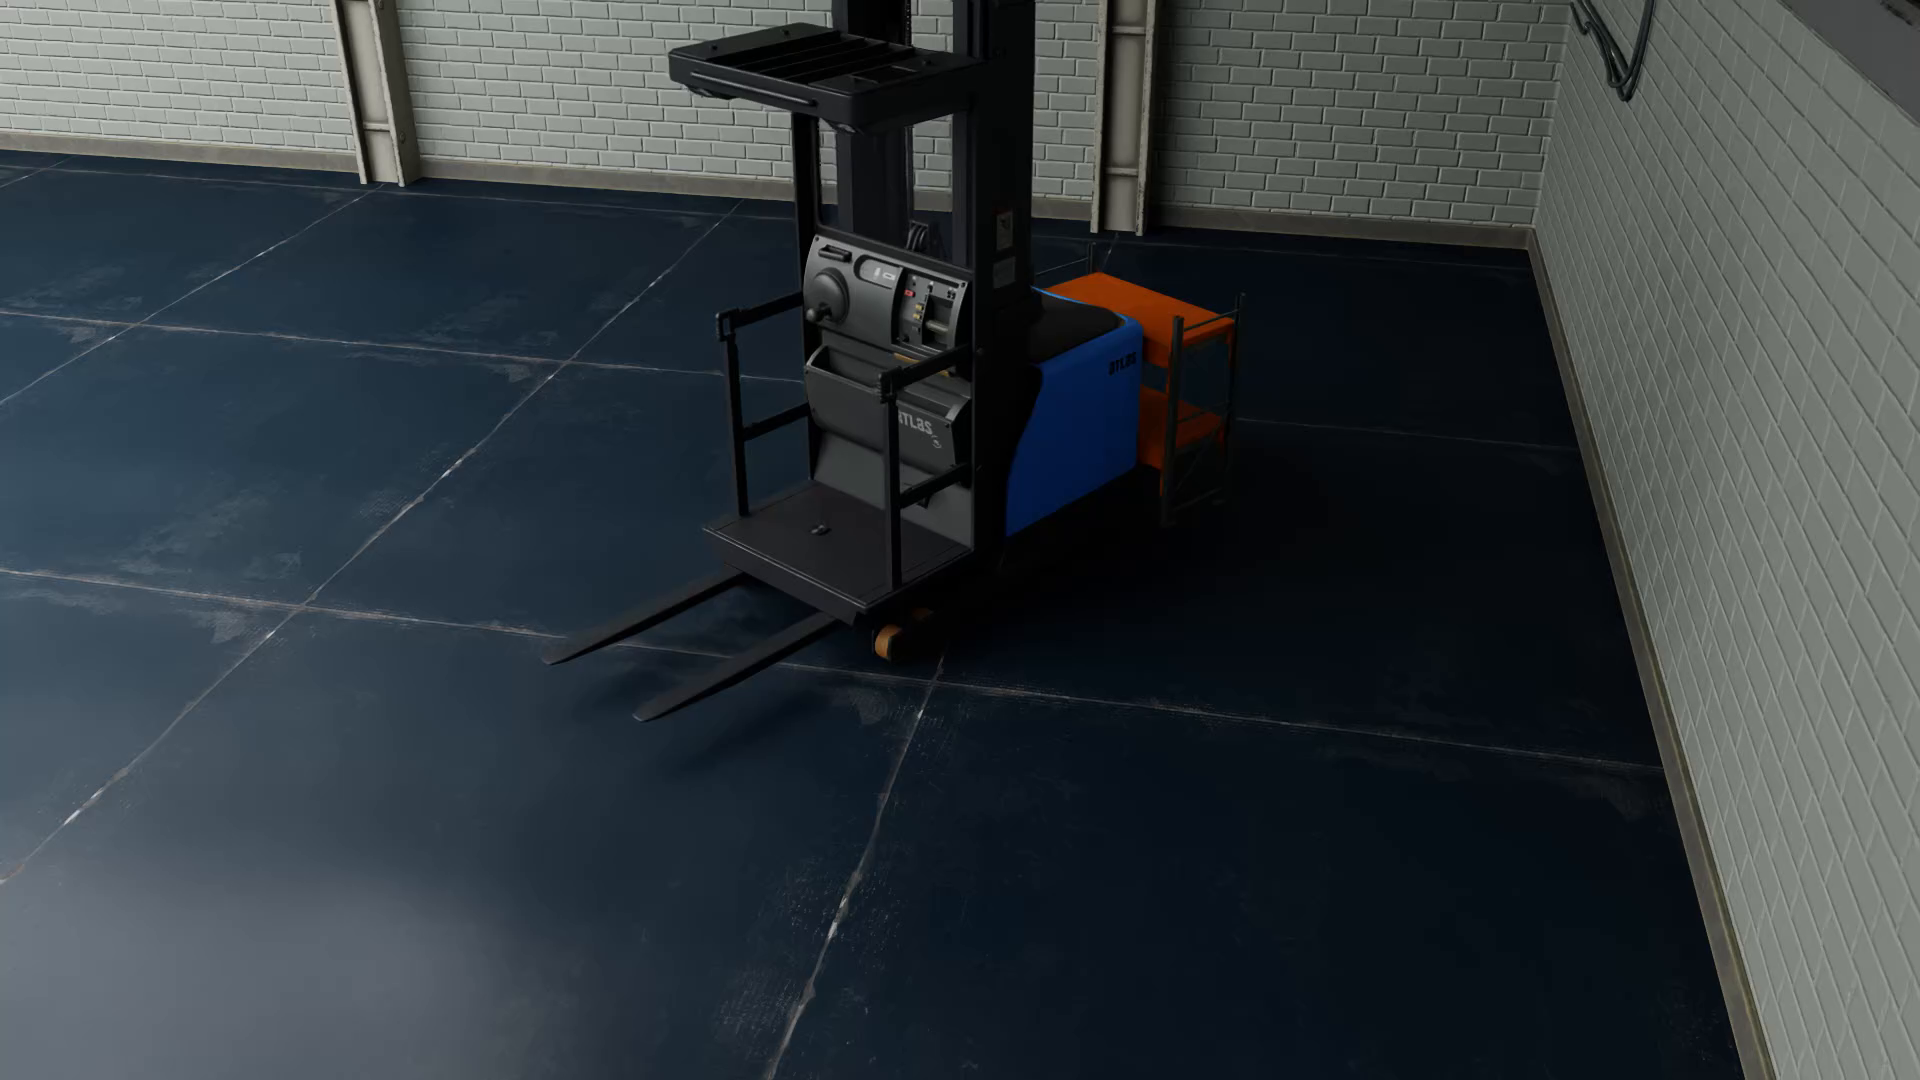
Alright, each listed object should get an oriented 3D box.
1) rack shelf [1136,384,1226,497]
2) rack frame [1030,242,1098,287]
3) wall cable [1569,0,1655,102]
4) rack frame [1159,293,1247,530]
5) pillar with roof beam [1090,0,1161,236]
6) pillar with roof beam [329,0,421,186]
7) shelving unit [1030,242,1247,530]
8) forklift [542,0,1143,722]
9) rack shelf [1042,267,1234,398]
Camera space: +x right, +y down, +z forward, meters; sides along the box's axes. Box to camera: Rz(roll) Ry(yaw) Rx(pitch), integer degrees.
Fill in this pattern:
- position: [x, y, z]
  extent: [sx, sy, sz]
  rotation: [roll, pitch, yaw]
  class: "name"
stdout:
- position: [0.864, -0.597, 8.679]
  extent: [0.538, 0.278, 1.000]
  rotation: [-23, 36, -35]
  class: "rack shelf"
- position: [0.528, -0.995, 8.896]
  extent: [0.500, 1.125, 0.032]
  rotation: [-23, 36, -35]
  class: "rack frame"
- position: [3.809, -4.027, 9.468]
  extent: [0.112, 2.526, 3.097]
  rotation: [6, 29, 11]
  class: "wall cable"
- position: [1.200, -0.629, 8.227]
  extent: [0.500, 1.125, 0.032]
  rotation: [-23, 36, -35]
  class: "rack frame"
- position: [0.305, -4.283, 6.703]
  extent: [0.400, 9.000, 9.100]
  rotation: [6, 29, 11]
  class: "pillar with roof beam"
- position: [-5.563, -4.885, 7.802]
  extent: [0.400, 9.000, 9.100]
  rotation: [6, 29, 11]
  class: "pillar with roof beam"
- position: [0.864, -0.812, 8.562]
  extent: [0.538, 1.125, 1.048]
  rotation: [-23, 36, -35]
  class: "shelving unit"
- position: [-0.471, -1.026, 7.072]
  extent: [1.130, 2.935, 3.031]
  rotation: [24, 36, 36]
  class: "forklift"
- position: [0.864, -1.069, 8.421]
  extent: [0.538, 0.278, 1.000]
  rotation: [-23, 36, -35]
  class: "rack shelf"
